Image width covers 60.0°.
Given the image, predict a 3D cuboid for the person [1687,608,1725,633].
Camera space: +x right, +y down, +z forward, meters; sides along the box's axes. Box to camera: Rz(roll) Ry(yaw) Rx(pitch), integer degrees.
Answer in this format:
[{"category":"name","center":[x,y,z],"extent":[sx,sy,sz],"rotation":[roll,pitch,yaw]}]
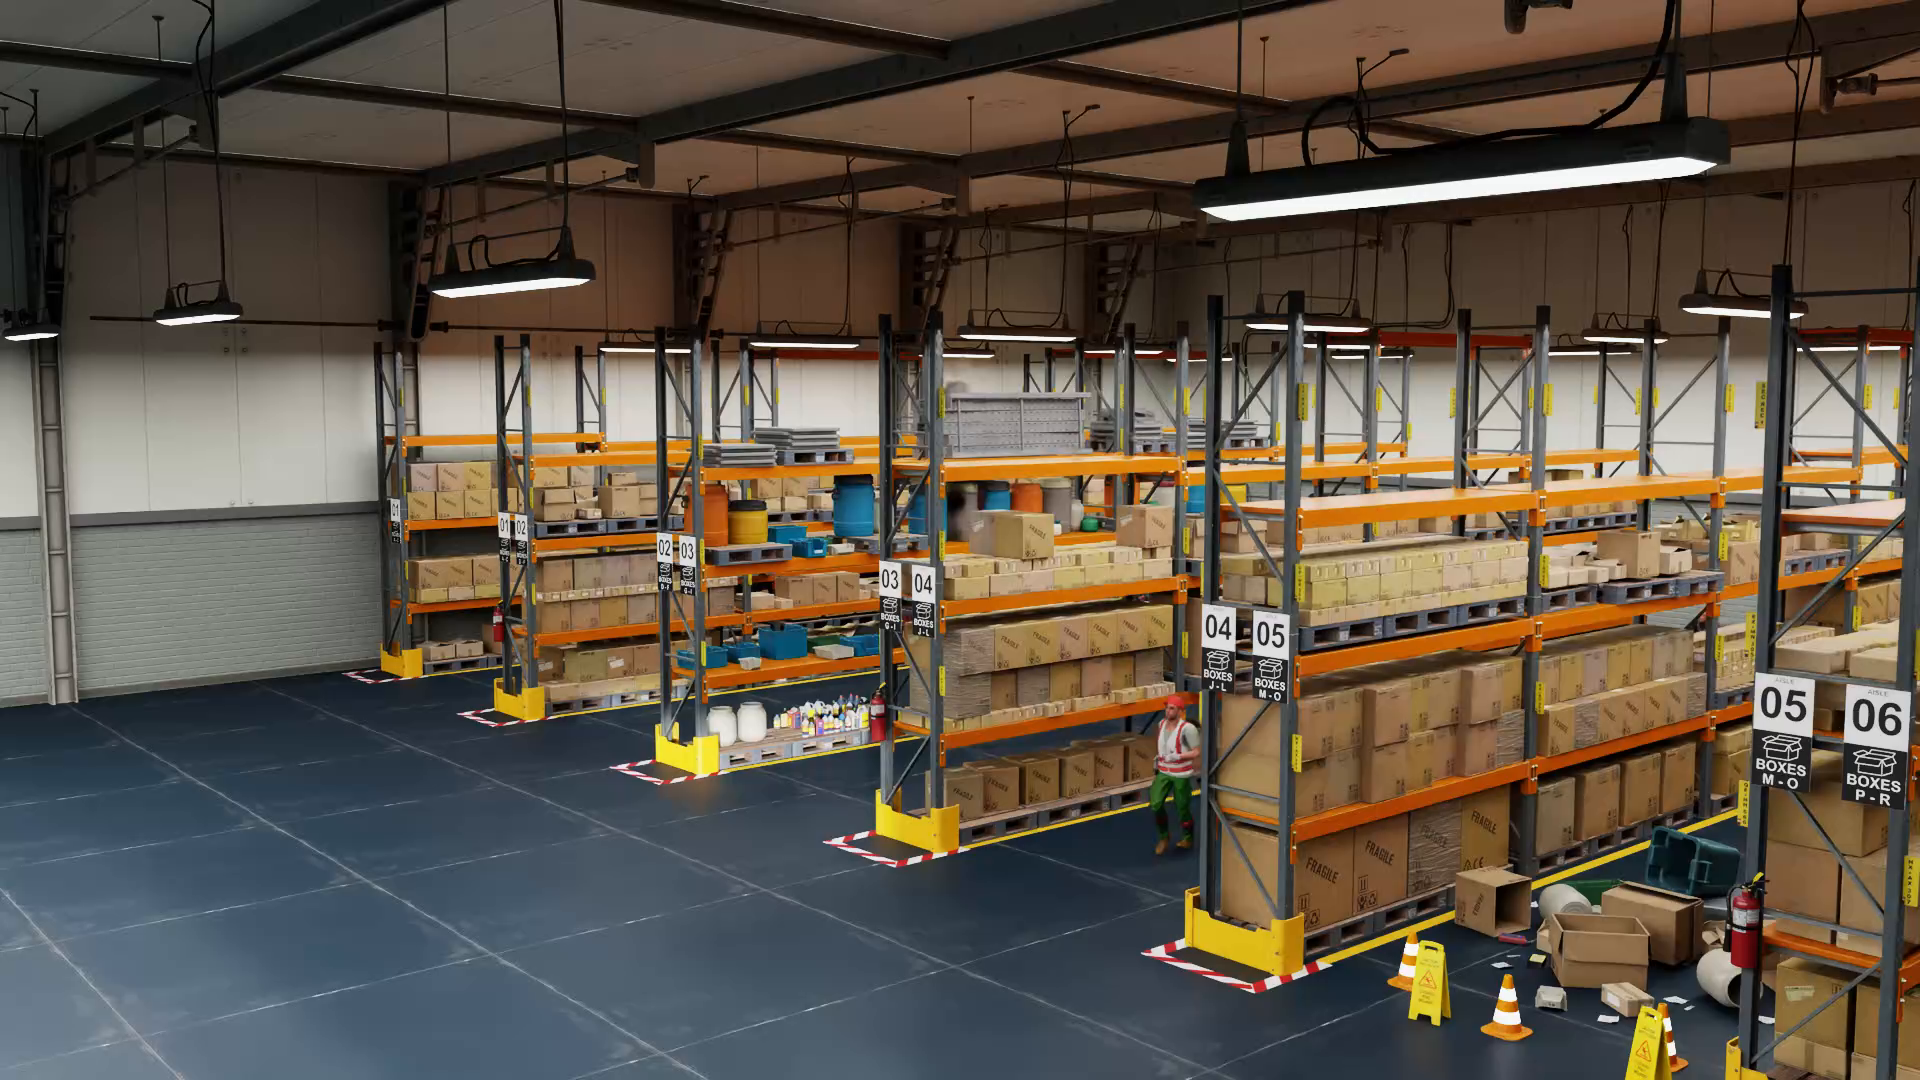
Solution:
[{"category":"person","center":[12.154,1.900,27.059],"extent":[0.687,1.679,0.994],"rotation":[3,6,33]}]

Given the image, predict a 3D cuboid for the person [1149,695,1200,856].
[{"category":"person","center":[2.375,2.607,18.376],"extent":[0.632,1.797,0.730],"rotation":[4,7,39]}]
